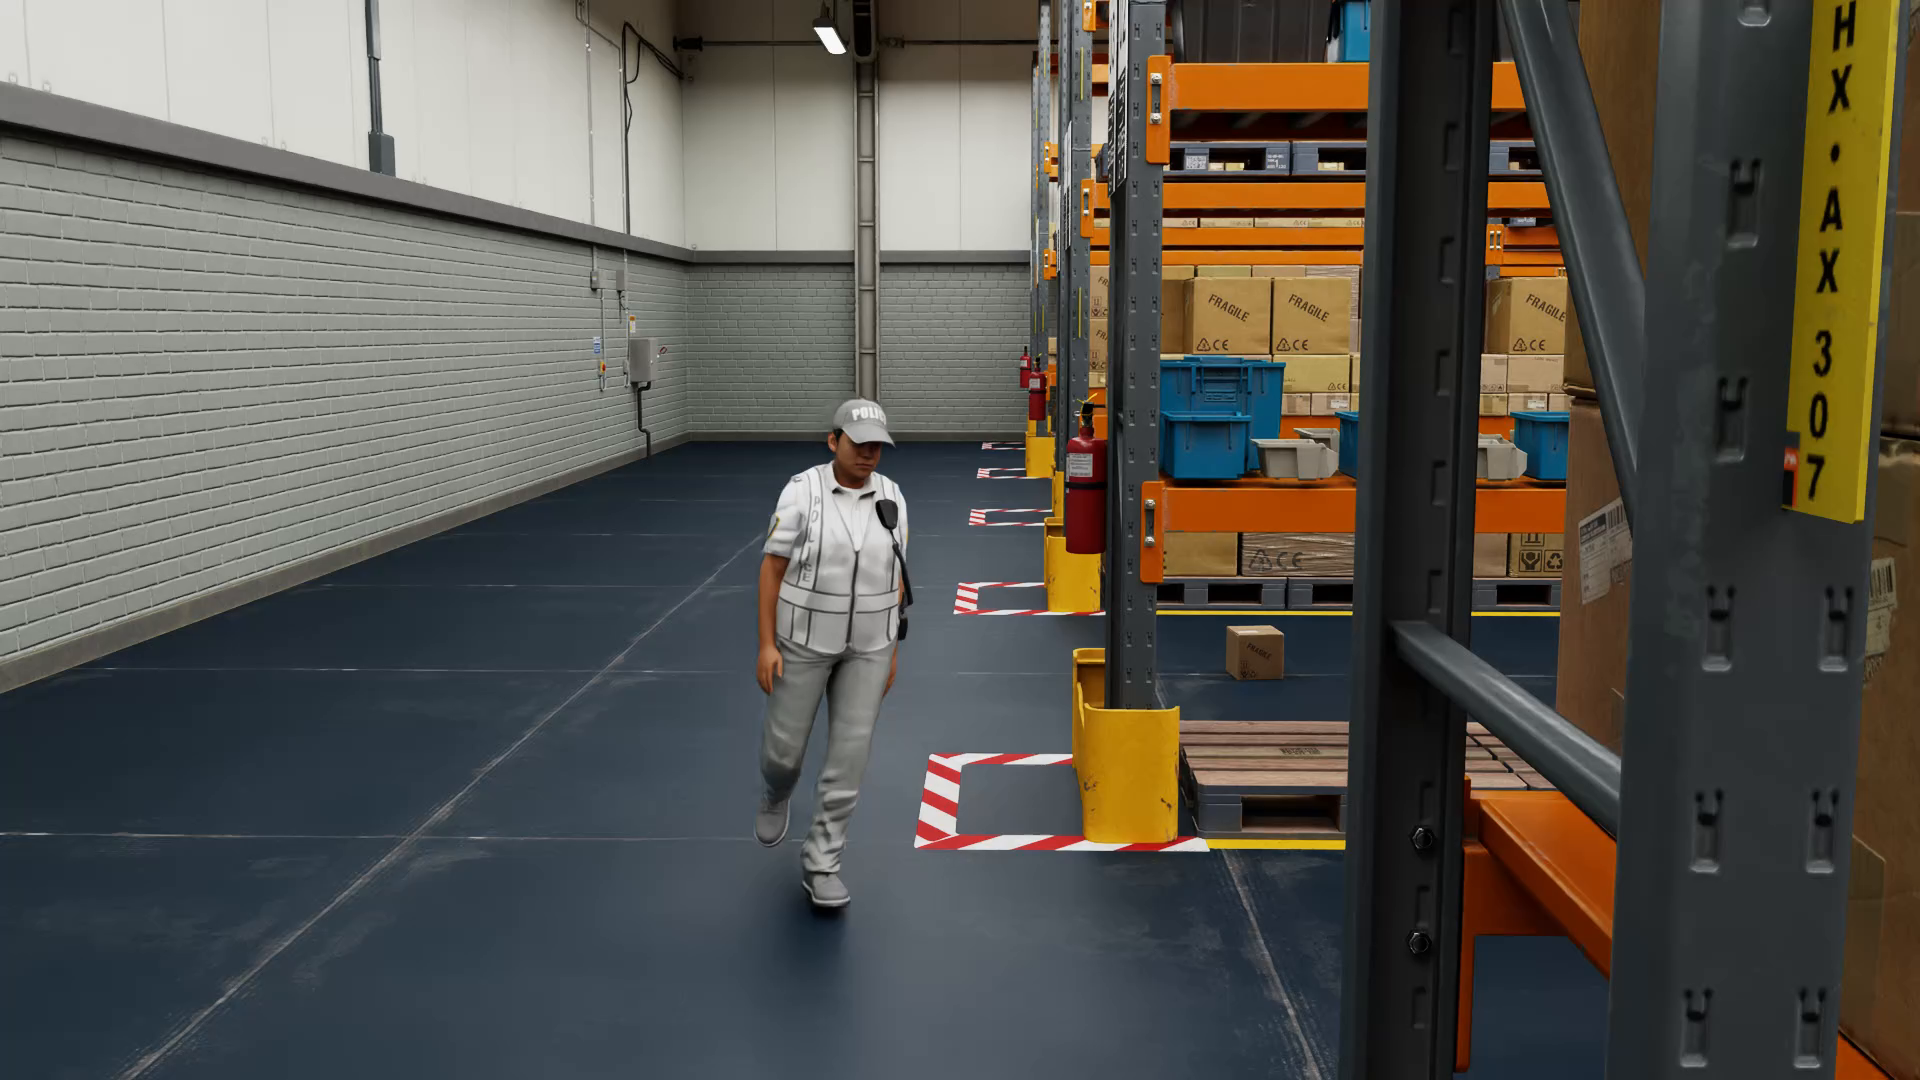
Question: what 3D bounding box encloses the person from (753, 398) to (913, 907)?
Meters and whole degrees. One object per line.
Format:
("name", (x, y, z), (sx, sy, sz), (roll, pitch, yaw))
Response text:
("person", (-0.445, 0.338, 5.563), (0.524, 1.628, 0.723), (-2, 8, -18))
